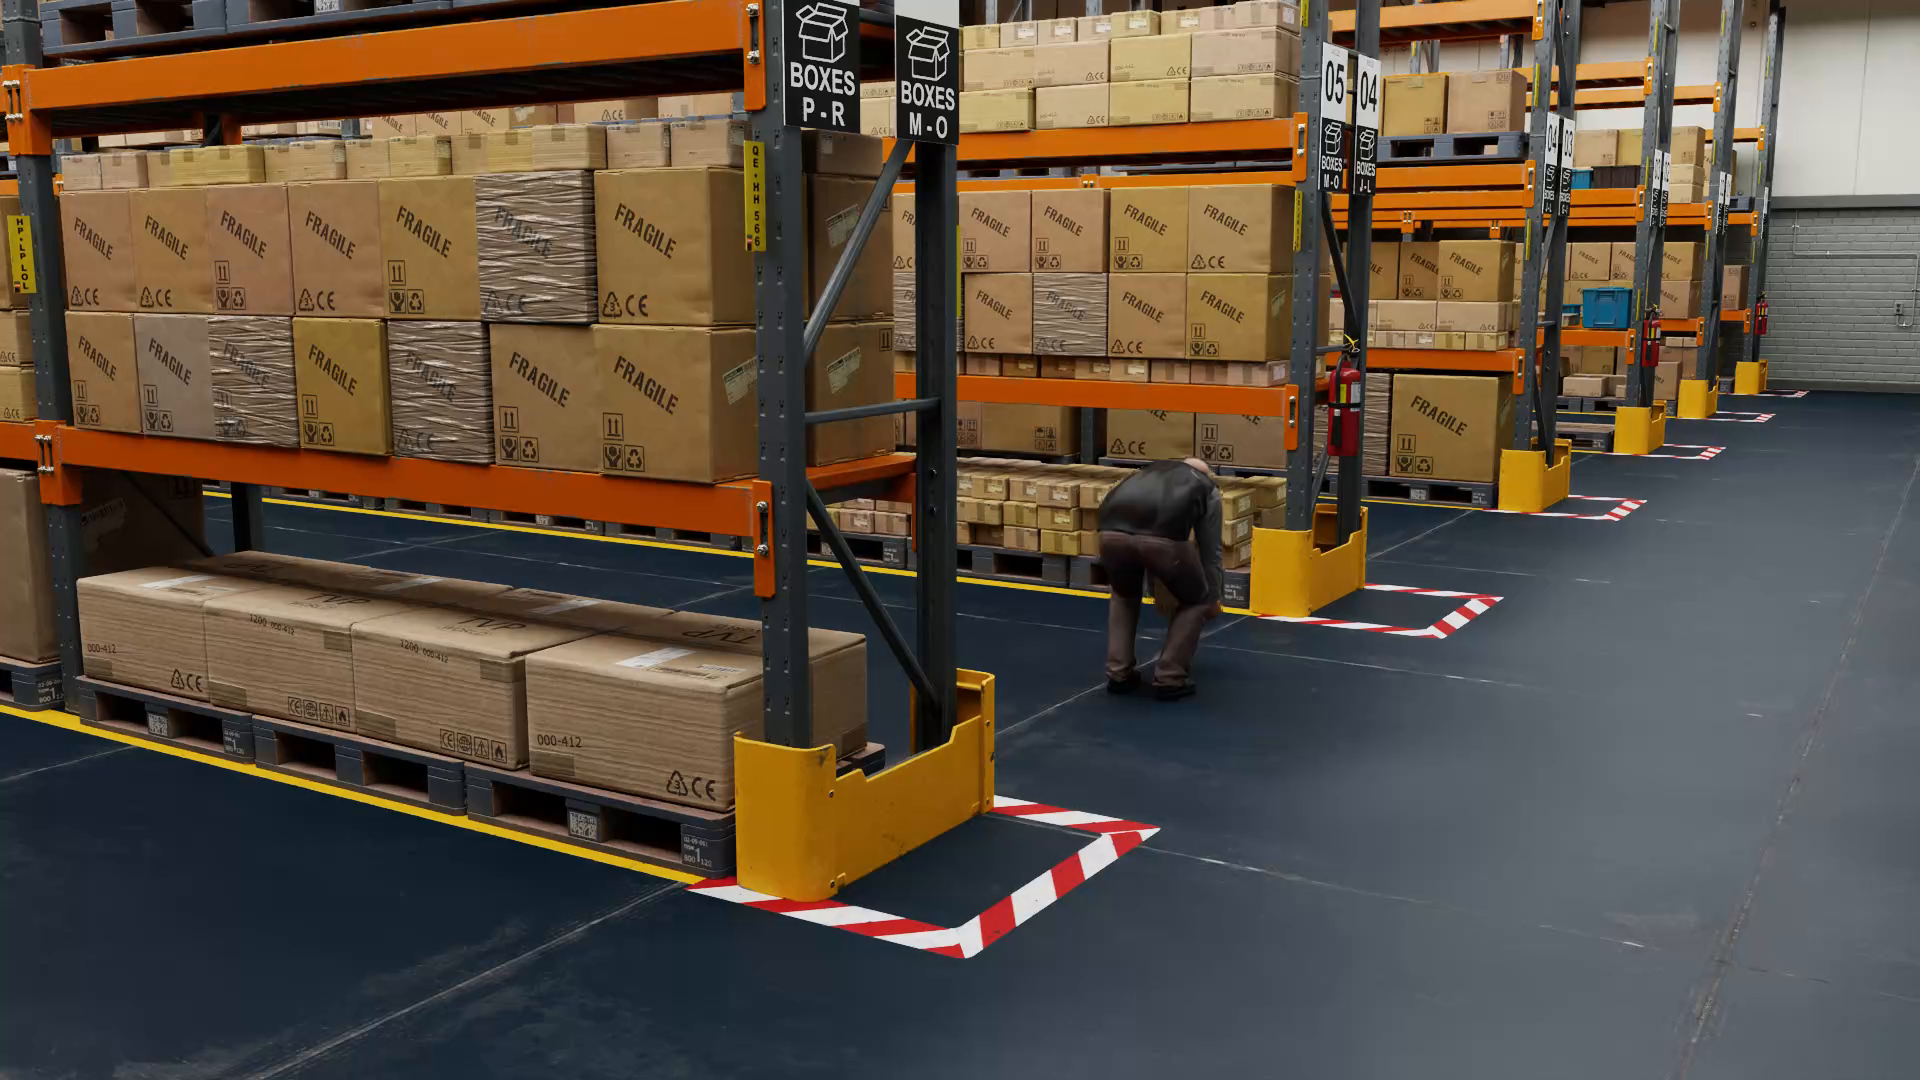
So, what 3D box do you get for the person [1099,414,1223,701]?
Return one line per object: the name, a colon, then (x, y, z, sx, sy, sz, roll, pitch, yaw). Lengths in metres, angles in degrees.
person: (0.986, 0.062, 7.955, 0.478, 1.276, 0.908, 5, 11, 29)
